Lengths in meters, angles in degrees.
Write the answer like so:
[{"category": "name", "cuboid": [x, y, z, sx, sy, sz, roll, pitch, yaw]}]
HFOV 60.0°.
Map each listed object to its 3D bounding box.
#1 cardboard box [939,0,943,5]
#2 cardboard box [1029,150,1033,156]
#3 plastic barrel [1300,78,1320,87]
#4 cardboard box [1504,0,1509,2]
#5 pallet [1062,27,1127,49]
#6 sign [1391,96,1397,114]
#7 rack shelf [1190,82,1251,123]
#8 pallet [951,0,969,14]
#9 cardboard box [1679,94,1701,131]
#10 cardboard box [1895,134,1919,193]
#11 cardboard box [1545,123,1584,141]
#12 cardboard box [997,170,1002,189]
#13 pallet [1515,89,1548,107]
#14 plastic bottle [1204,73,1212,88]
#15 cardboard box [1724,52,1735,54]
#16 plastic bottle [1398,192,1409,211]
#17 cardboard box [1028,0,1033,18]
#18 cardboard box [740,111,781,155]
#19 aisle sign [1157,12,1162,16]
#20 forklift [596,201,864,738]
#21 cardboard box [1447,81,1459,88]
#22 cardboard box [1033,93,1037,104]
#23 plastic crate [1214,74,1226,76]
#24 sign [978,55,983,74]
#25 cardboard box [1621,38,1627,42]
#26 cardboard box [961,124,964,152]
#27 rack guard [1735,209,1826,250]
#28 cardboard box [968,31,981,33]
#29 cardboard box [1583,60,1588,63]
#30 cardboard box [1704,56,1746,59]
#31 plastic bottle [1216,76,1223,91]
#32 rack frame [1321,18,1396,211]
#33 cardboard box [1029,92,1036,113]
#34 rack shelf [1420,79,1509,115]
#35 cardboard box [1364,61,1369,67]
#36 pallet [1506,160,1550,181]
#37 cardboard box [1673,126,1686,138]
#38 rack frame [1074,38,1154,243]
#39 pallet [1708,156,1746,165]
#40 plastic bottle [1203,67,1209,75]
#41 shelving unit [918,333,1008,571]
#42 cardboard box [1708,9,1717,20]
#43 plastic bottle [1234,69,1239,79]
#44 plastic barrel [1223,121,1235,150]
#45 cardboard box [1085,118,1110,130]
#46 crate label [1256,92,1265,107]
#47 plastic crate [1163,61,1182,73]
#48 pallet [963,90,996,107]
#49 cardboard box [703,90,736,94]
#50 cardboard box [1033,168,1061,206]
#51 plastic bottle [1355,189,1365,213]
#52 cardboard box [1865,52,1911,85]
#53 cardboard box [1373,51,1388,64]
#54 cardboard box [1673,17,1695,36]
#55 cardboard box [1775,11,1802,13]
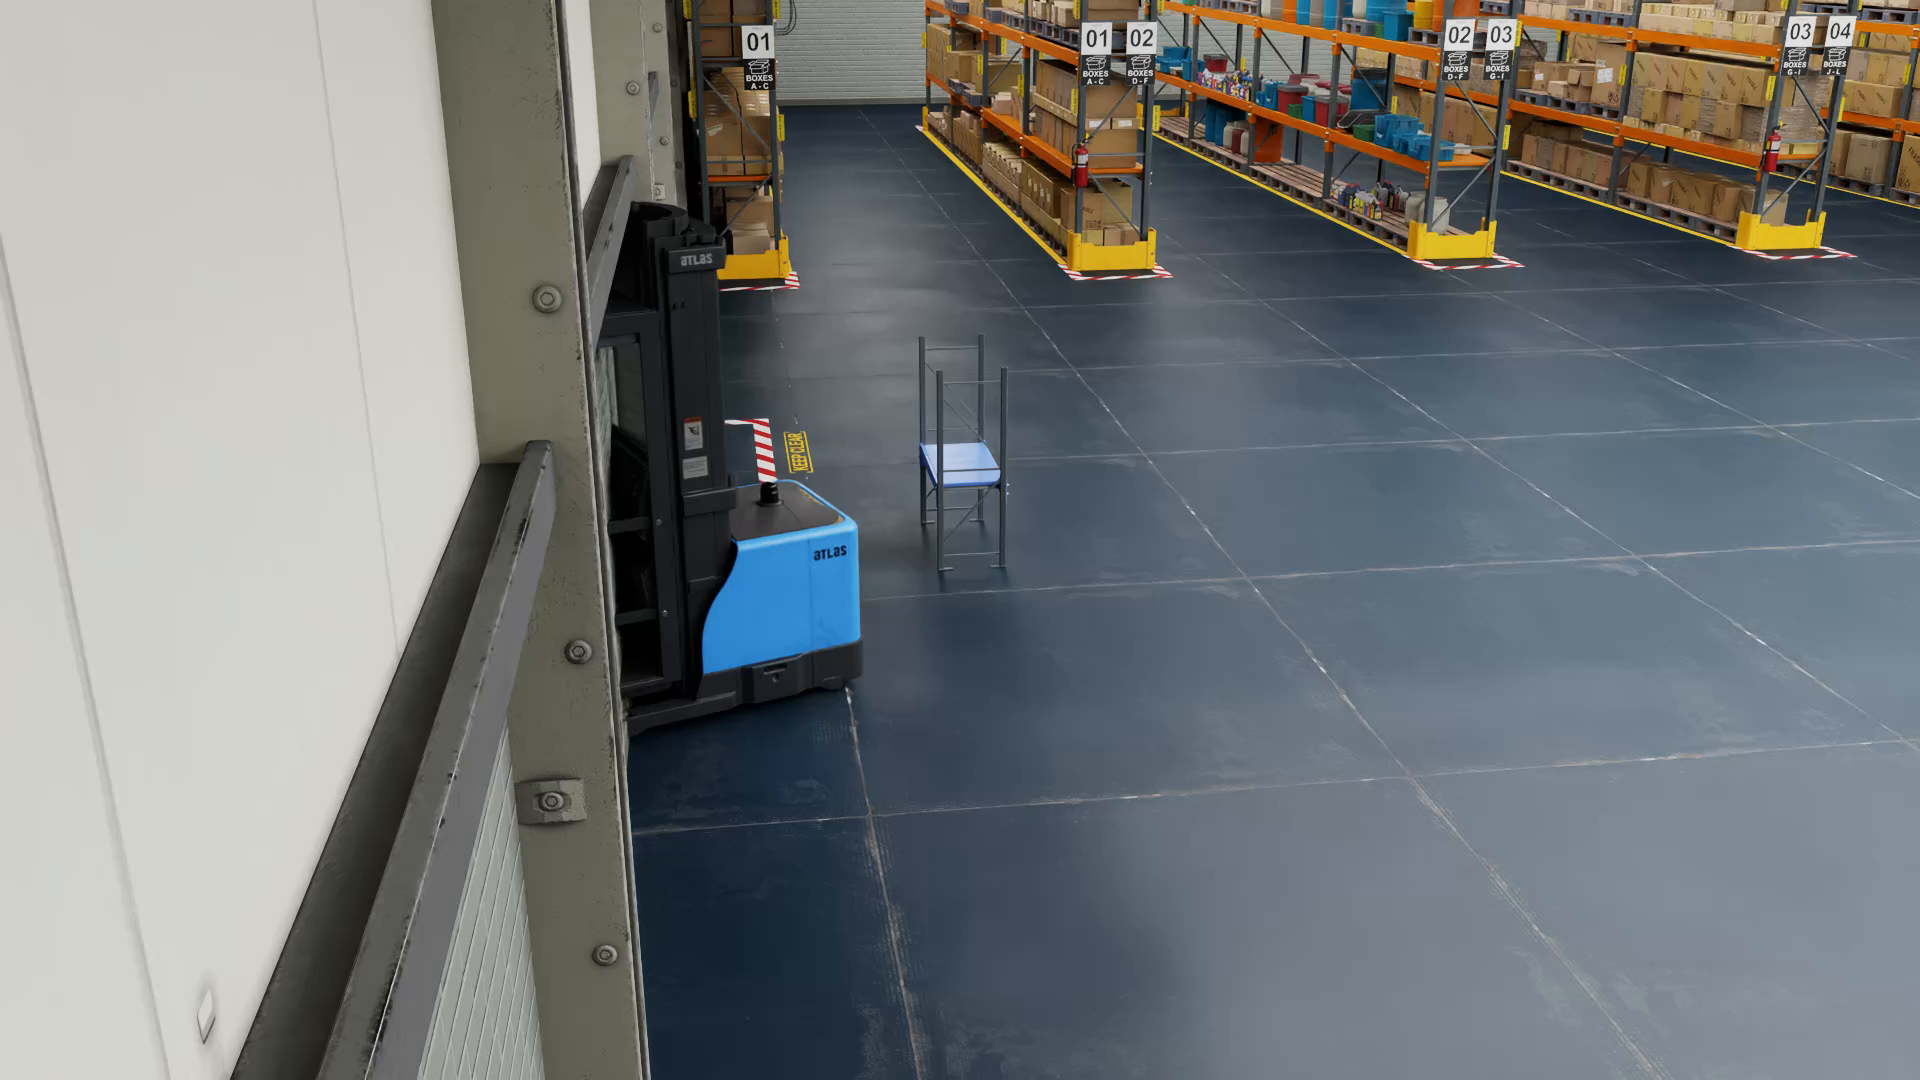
[{"category": "cardboard box", "cuboid": [-0.154, -11.121, 34.133, 0.500, 0.250, 0.500, -3, 21, -8]}, {"category": "cardboard box", "cuboid": [1.368, -6.548, 28.490, 0.500, 0.311, 0.500, -3, 21, -8]}, {"category": "plastic barrel", "cuboid": [6.160, -7.856, 29.303, 0.421, 0.512, 0.421, 0, 20, 0]}, {"category": "cardboard box", "cuboid": [10.542, -10.257, 30.855, 0.797, 0.503, 0.637, -2, 21, -5]}, {"category": "pallet", "cuboid": [1.975, -6.740, 22.315, 1.003, 0.211, 1.213, -3, 21, -8]}, {"category": "sign", "cuboid": [6.923, -6.918, 26.555, 0.100, 0.325, 0.005, -3, 21, -8]}, {"category": "rack shelf", "cuboid": [5.512, -8.504, 32.227, 1.077, 0.370, 4.000, -3, 21, -8]}, {"category": "pallet", "cuboid": [0.498, -10.014, 31.223, 1.213, 0.211, 1.003, -3, 21, -8]}, {"category": "cardboard box", "cuboid": [11.522, -6.523, 25.325, 0.875, 0.500, 0.500, -3, 21, -8]}, {"category": "cardboard box", "cuboid": [16.222, -6.209, 27.490, 0.875, 0.875, 0.875, -3, 21, -7]}, {"category": "cardboard box", "cuboid": [10.914, -7.371, 30.038, 0.500, 0.250, 0.500, -1, 20, -2]}, {"category": "cardboard box", "cuboid": [0.911, -6.082, 28.042, 0.500, 0.250, 0.500, -2, 21, -7]}, {"category": "pallet", "cuboid": [10.909, -8.067, 30.303, 1.213, 0.211, 1.003, -3, 21, -8]}, {"category": "plastic bottle", "cuboid": [4.966, -9.170, 33.157, 0.152, 0.276, 0.135, -3, 21, -8]}, {"category": "cardboard box", "cuboid": [15.526, -9.683, 33.263, 0.380, 0.149, 0.250, -3, 21, -9]}, {"category": "plastic bottle", "cuboid": [6.848, -5.251, 25.752, 0.152, 0.276, 0.135, -3, 21, -7]}, {"category": "cardboard box", "cuboid": [1.286, -8.042, 24.731, 0.500, 0.500, 0.500, -1, 21, -3]}, {"category": "cardboard box", "cuboid": [-2.622, -5.350, 21.868, 0.500, 0.500, 0.500, -3, 21, -8]}, {"category": "aisle sign", "cuboid": [4.343, -12.146, 37.235, 0.394, 0.787, 0.004, -3, 21, -8]}, {"category": "forklift", "cuboid": [-2.142, -0.377, 9.537, 3.031, 2.935, 1.130, -11, 23, -27]}, {"category": "cardboard box", "cuboid": [10.089, -9.311, 33.216, 0.500, 0.500, 0.500, -3, 21, -9]}, {"category": "cardboard box", "cuboid": [1.322, -6.763, 25.467, 0.380, 0.149, 0.250, -3, 21, -8]}, {"category": "plastic crate", "cuboid": [5.298, -9.607, 34.441, 0.396, 0.136, 0.243, -3, 21, -8]}, {"category": "sign", "cuboid": [0.362, -8.375, 29.311, 0.100, 0.325, 0.005, -3, 21, -8]}, {"category": "cardboard box", "cuboid": [14.632, -10.981, 35.833, 0.500, 0.500, 0.500, -4, 21, -9]}, {"category": "cardboard box", "cuboid": [0.302, -7.783, 32.211, 0.500, 0.500, 0.500, -3, 21, -7]}, {"category": "rack guard", "cuboid": [11.844, -4.484, 24.008, 1.175, 0.500, 0.348, -3, 21, -8]}, {"category": "cardboard box", "cuboid": [0.457, -10.156, 34.050, 0.500, 0.500, 0.500, -4, 21, -9]}, {"category": "cardboard box", "cuboid": [14.430, -10.873, 37.899, 0.380, 0.149, 0.250, -2, 21, -5]}, {"category": "cardboard box", "cuboid": [11.760, -7.180, 25.656, 0.500, 0.500, 0.500, -3, 21, -8]}, {"category": "plastic bottle", "cuboid": [5.080, -8.895, 32.423, 0.152, 0.276, 0.135, -3, 21, -8]}, {"category": "rack frame", "cuboid": [6.377, -6.764, 26.539, 1.000, 3.000, 0.127, -3, 21, -8]}, {"category": "cardboard box", "cuboid": [1.304, -7.011, 27.058, 0.500, 0.500, 0.500, -1, 21, -4]}, {"category": "rack shelf", "cuboid": [10.413, -8.754, 32.896, 1.077, 0.370, 4.000, -3, 21, -8]}, {"category": "cardboard box", "cuboid": [9.348, -10.734, 37.527, 0.380, 0.149, 0.250, -3, 21, -9]}, {"category": "pallet", "cuboid": [10.812, -6.822, 30.679, 1.003, 0.211, 1.213, -3, 21, -8]}, {"category": "cardboard box", "cuboid": [11.241, -6.288, 25.623, 0.380, 0.149, 0.250, -3, 21, -8]}, {"category": "rack frame", "cuboid": [2.051, -5.130, 22.165, 1.000, 3.000, 0.127, -3, 21, -8]}, {"category": "pallet", "cuboid": [15.513, -7.578, 32.704, 1.003, 0.211, 1.213, -3, 21, -8]}, {"category": "plastic bottle", "cuboid": [4.959, -9.358, 33.556, 0.144, 0.351, 0.185, -3, 21, -8]}, {"category": "shelving unit", "cuboid": [0.012, -0.673, 12.375, 0.538, 1.500, 1.048, -3, 21, -8]}, {"category": "cardboard box", "cuboid": [11.332, -7.779, 24.614, 0.380, 0.149, 0.250, -4, 21, -11]}, {"category": "plastic bottle", "cuboid": [5.537, -9.202, 33.136, 0.144, 0.351, 0.185, -3, 21, -8]}, {"category": "plastic barrel", "cuboid": [5.380, -7.931, 32.618, 0.421, 0.512, 0.421, 0, 20, 0]}, {"category": "cardboard box", "cuboid": [1.807, -5.604, 22.363, 0.380, 0.149, 0.250, -3, 21, -9]}, {"category": "crate label", "cuboid": [5.490, -7.906, 29.835, 0.303, 0.233, 0.416, -3, 21, -8]}, {"category": "plastic crate", "cuboid": [4.590, -10.207, 35.910, 0.416, 0.233, 0.300, -3, 21, -8]}, {"category": "pallet", "cuboid": [0.731, -8.042, 30.234, 1.213, 0.211, 1.003, -3, 21, -8]}, {"category": "cardboard box", "cuboid": [-3.566, -6.381, 24.629, 0.500, 0.500, 0.500, -3, 21, -9]}, {"category": "cardboard box", "cuboid": [1.376, -5.253, 24.751, 0.500, 0.500, 0.500, -3, 21, -8]}, {"category": "plastic bottle", "cuboid": [6.171, -5.216, 25.552, 0.144, 0.351, 0.185, -3, 21, -8]}, {"category": "cardboard box", "cuboid": [16.047, -8.094, 28.527, 0.700, 0.500, 0.500, -3, 21, -9]}, {"category": "cardboard box", "cuboid": [9.500, -10.704, 36.877, 0.500, 0.250, 0.500, -4, 21, -10]}, {"category": "cardboard box", "cuboid": [11.232, -7.824, 25.306, 0.500, 0.250, 0.500, -4, 21, -10]}, {"category": "cardboard box", "cuboid": [11.975, -7.531, 23.951, 0.380, 0.149, 0.250, -2, 21, -6]}]
